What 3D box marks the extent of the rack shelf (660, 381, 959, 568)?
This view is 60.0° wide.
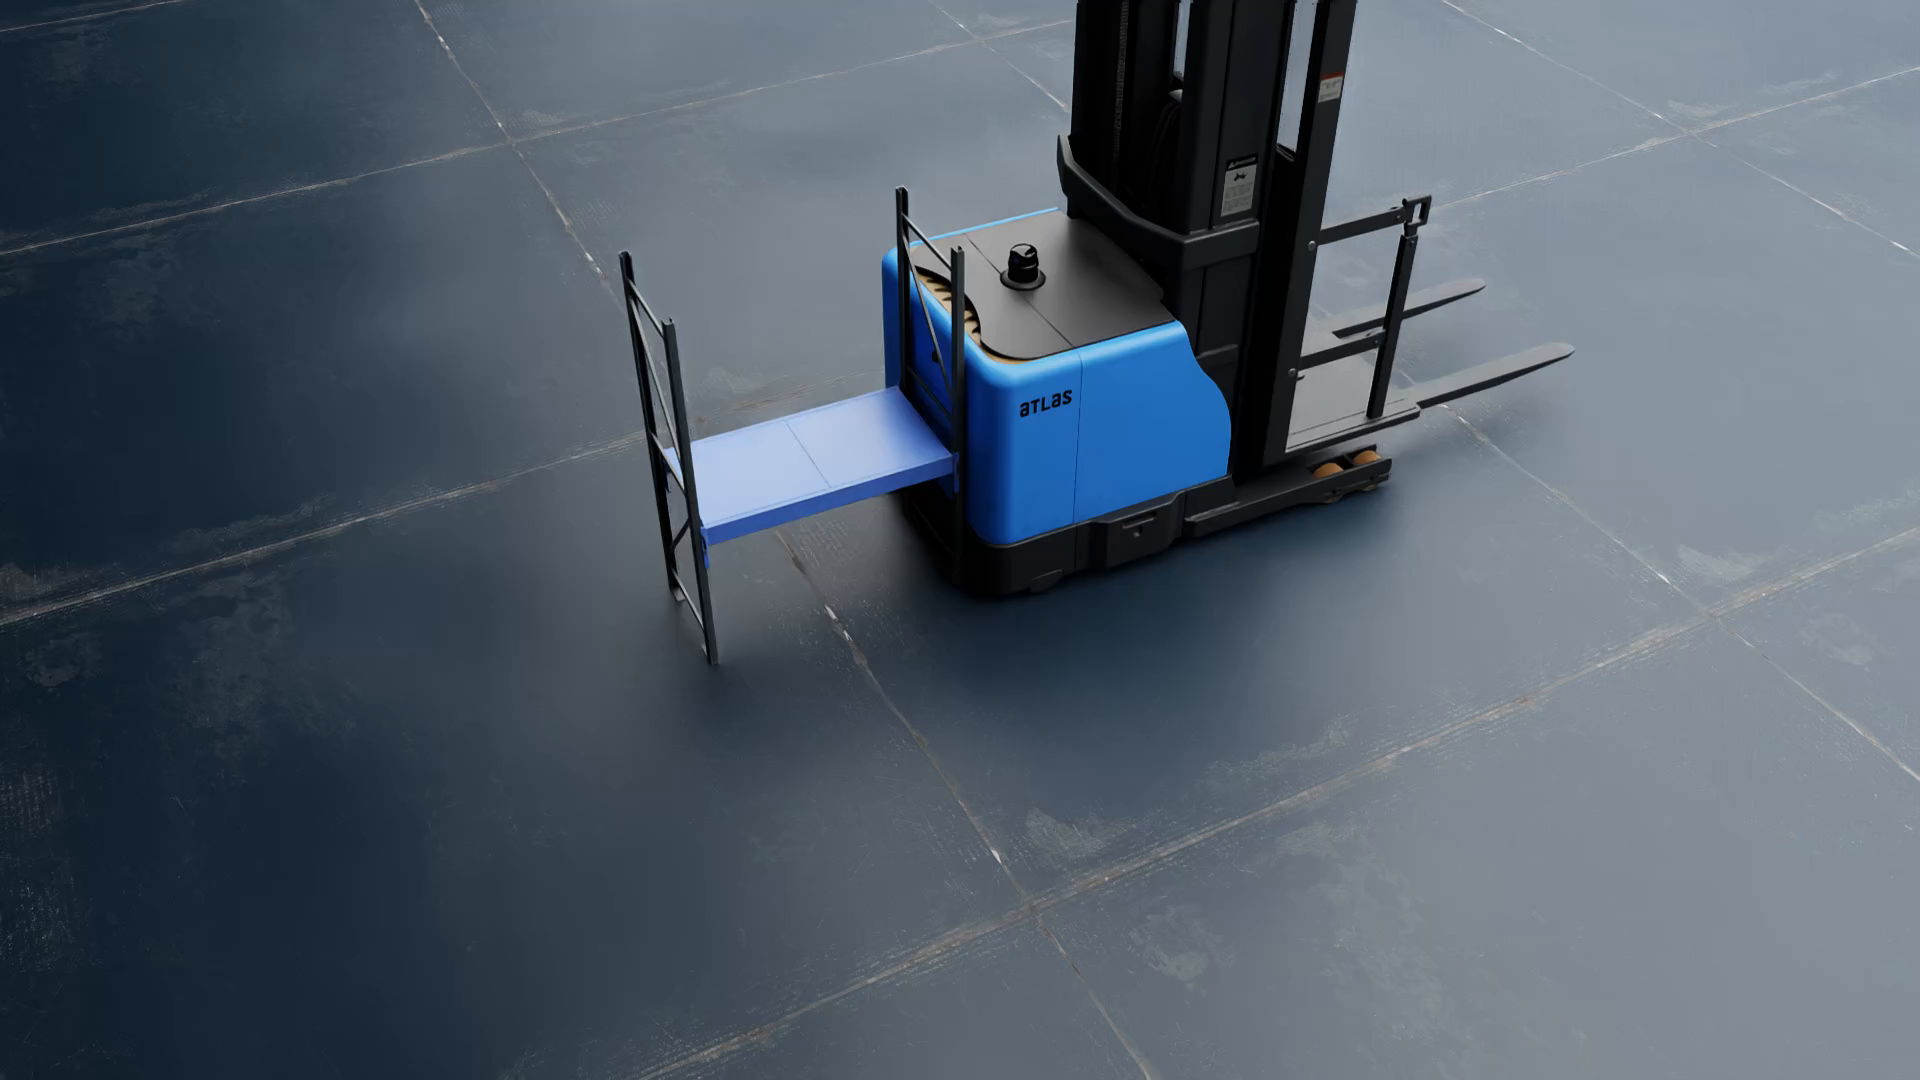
[{"bbox_3d":[-0.564,-0.259,6.173,1.000,0.185,0.538,-17,43,-20],"label":"rack shelf"}]

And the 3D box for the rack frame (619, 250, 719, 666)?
[{"bbox_3d":[-1.022,-0.253,5.888,0.032,1.500,0.500,-17,43,-20],"label":"rack frame"}]

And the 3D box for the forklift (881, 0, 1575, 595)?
[{"bbox_3d":[1.237,-1.562,6.327,3.031,2.935,1.130,-17,43,-20],"label":"forklift"}]

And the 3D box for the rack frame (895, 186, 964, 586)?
[{"bbox_3d":[-0.107,-0.540,6.227,0.032,1.500,0.500,-17,43,-20],"label":"rack frame"}]

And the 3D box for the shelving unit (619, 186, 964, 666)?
[{"bbox_3d":[-0.564,-0.396,6.057,1.048,1.500,0.538,-17,43,-20],"label":"shelving unit"}]
